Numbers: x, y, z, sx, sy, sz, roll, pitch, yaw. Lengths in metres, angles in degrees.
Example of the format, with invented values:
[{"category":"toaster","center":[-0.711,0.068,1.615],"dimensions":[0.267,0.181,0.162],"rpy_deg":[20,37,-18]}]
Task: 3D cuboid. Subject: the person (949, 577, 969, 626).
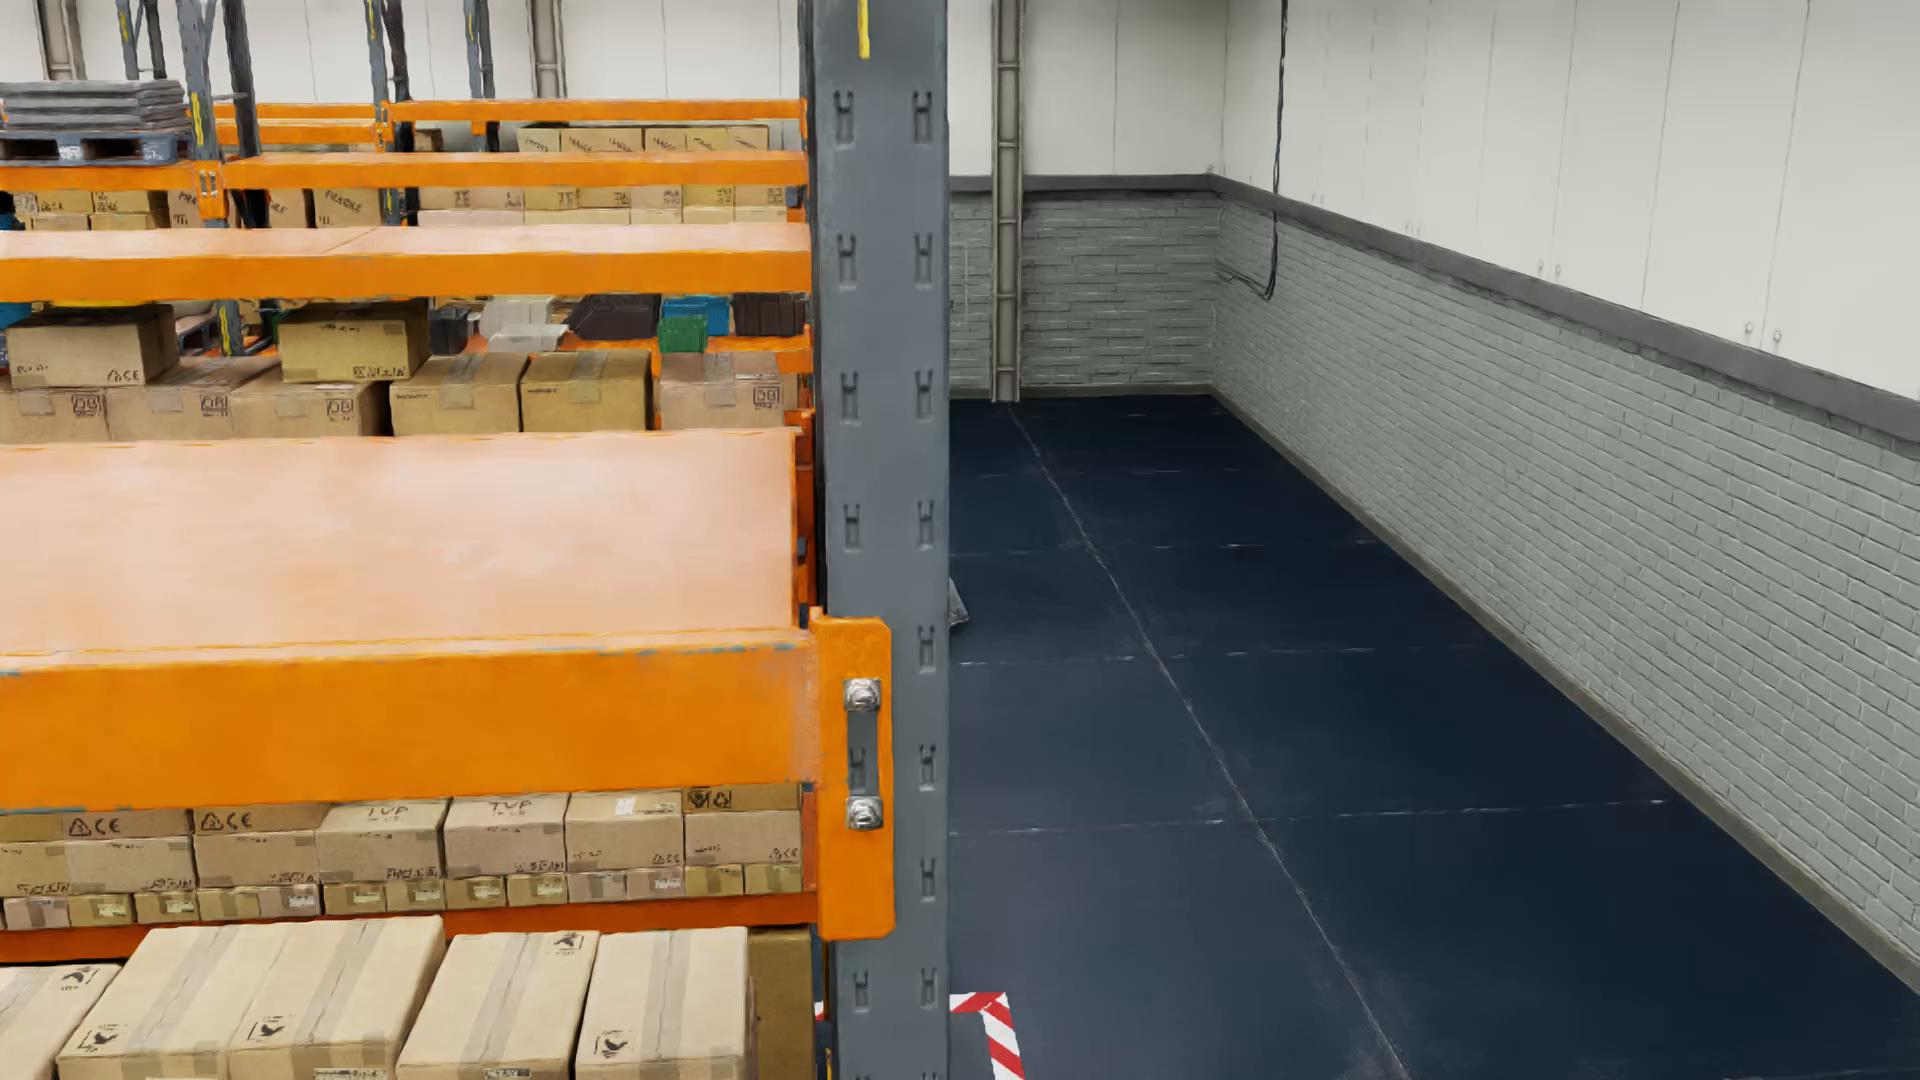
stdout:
[{"category":"person","center":[-0.447,-0.042,14.195],"dimensions":[1.046,1.586,0.487],"rpy_deg":[-1,17,-4]}]
